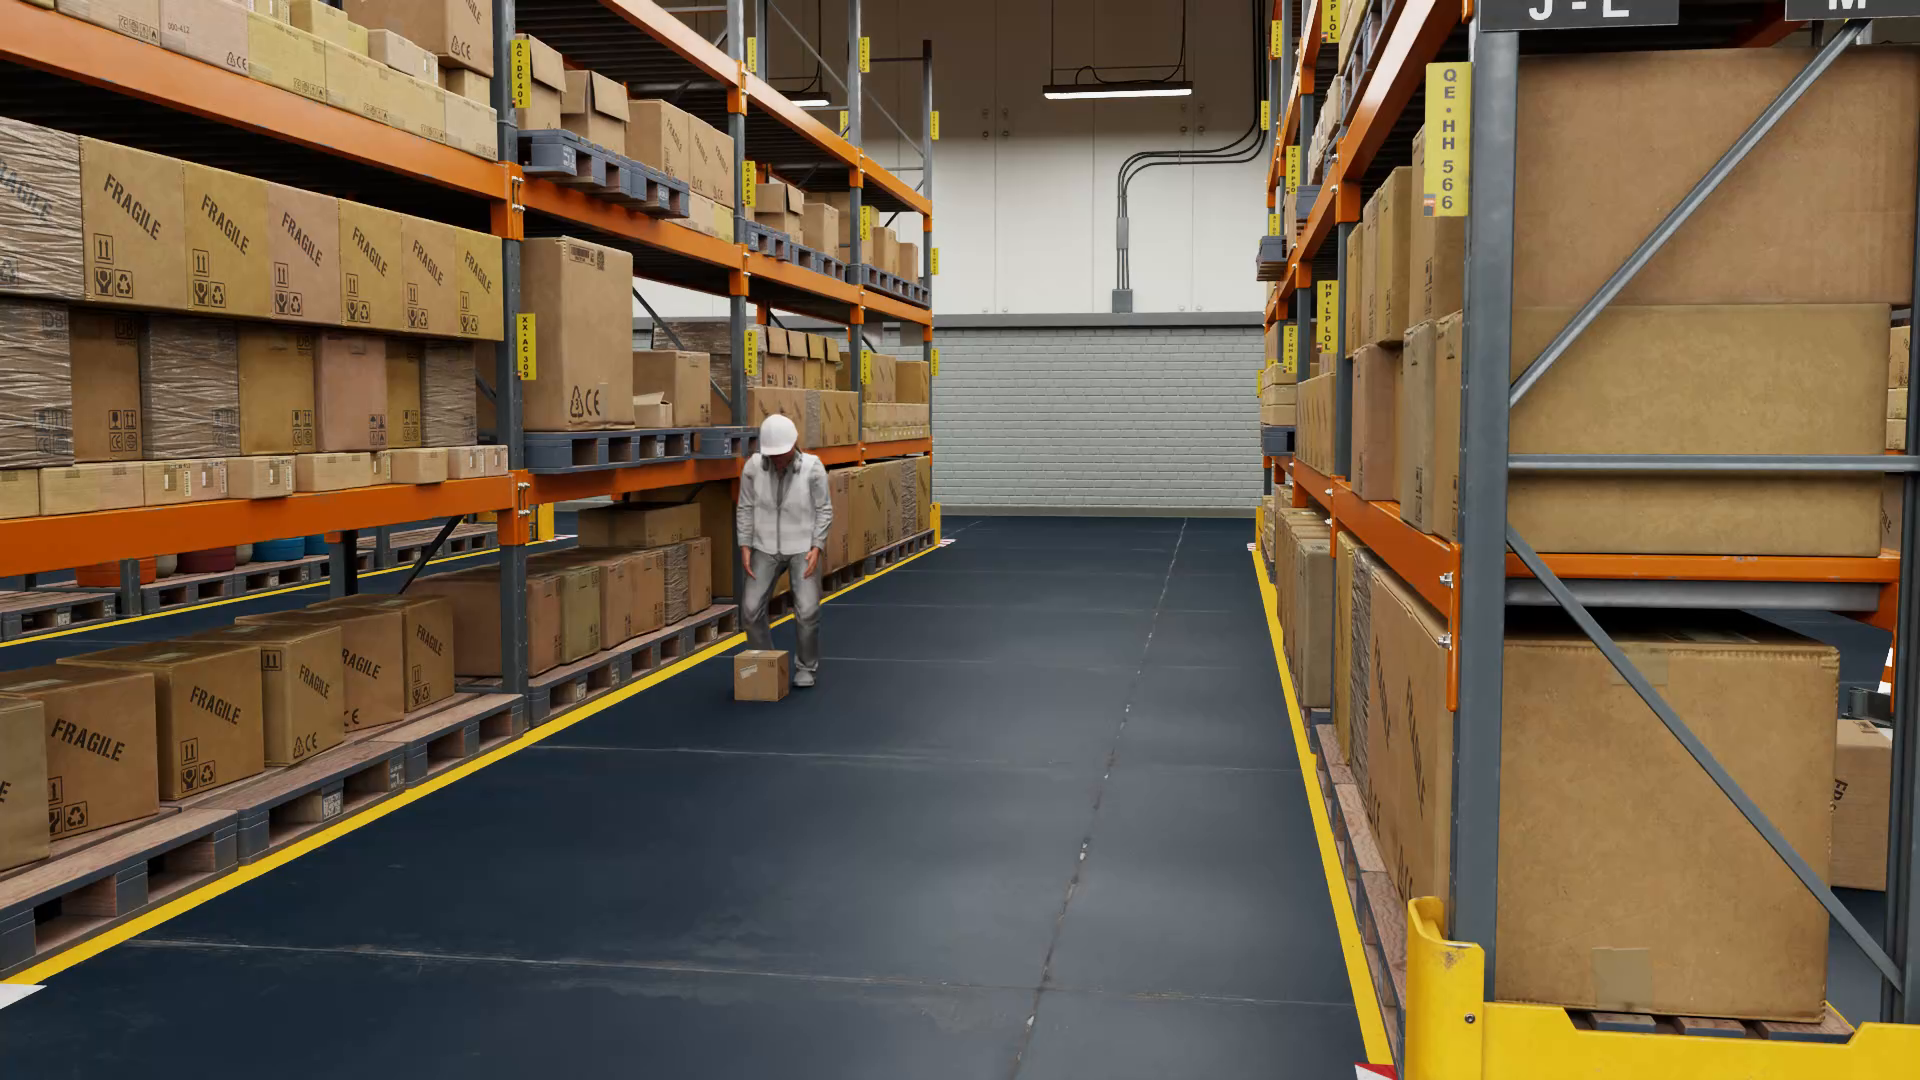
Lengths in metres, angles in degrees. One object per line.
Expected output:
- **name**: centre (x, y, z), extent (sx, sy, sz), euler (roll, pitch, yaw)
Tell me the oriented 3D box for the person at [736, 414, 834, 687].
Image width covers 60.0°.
- **person**: centre (-1.023, 0.063, 9.795), extent (0.583, 1.607, 0.627), euler (1, 4, 9)
